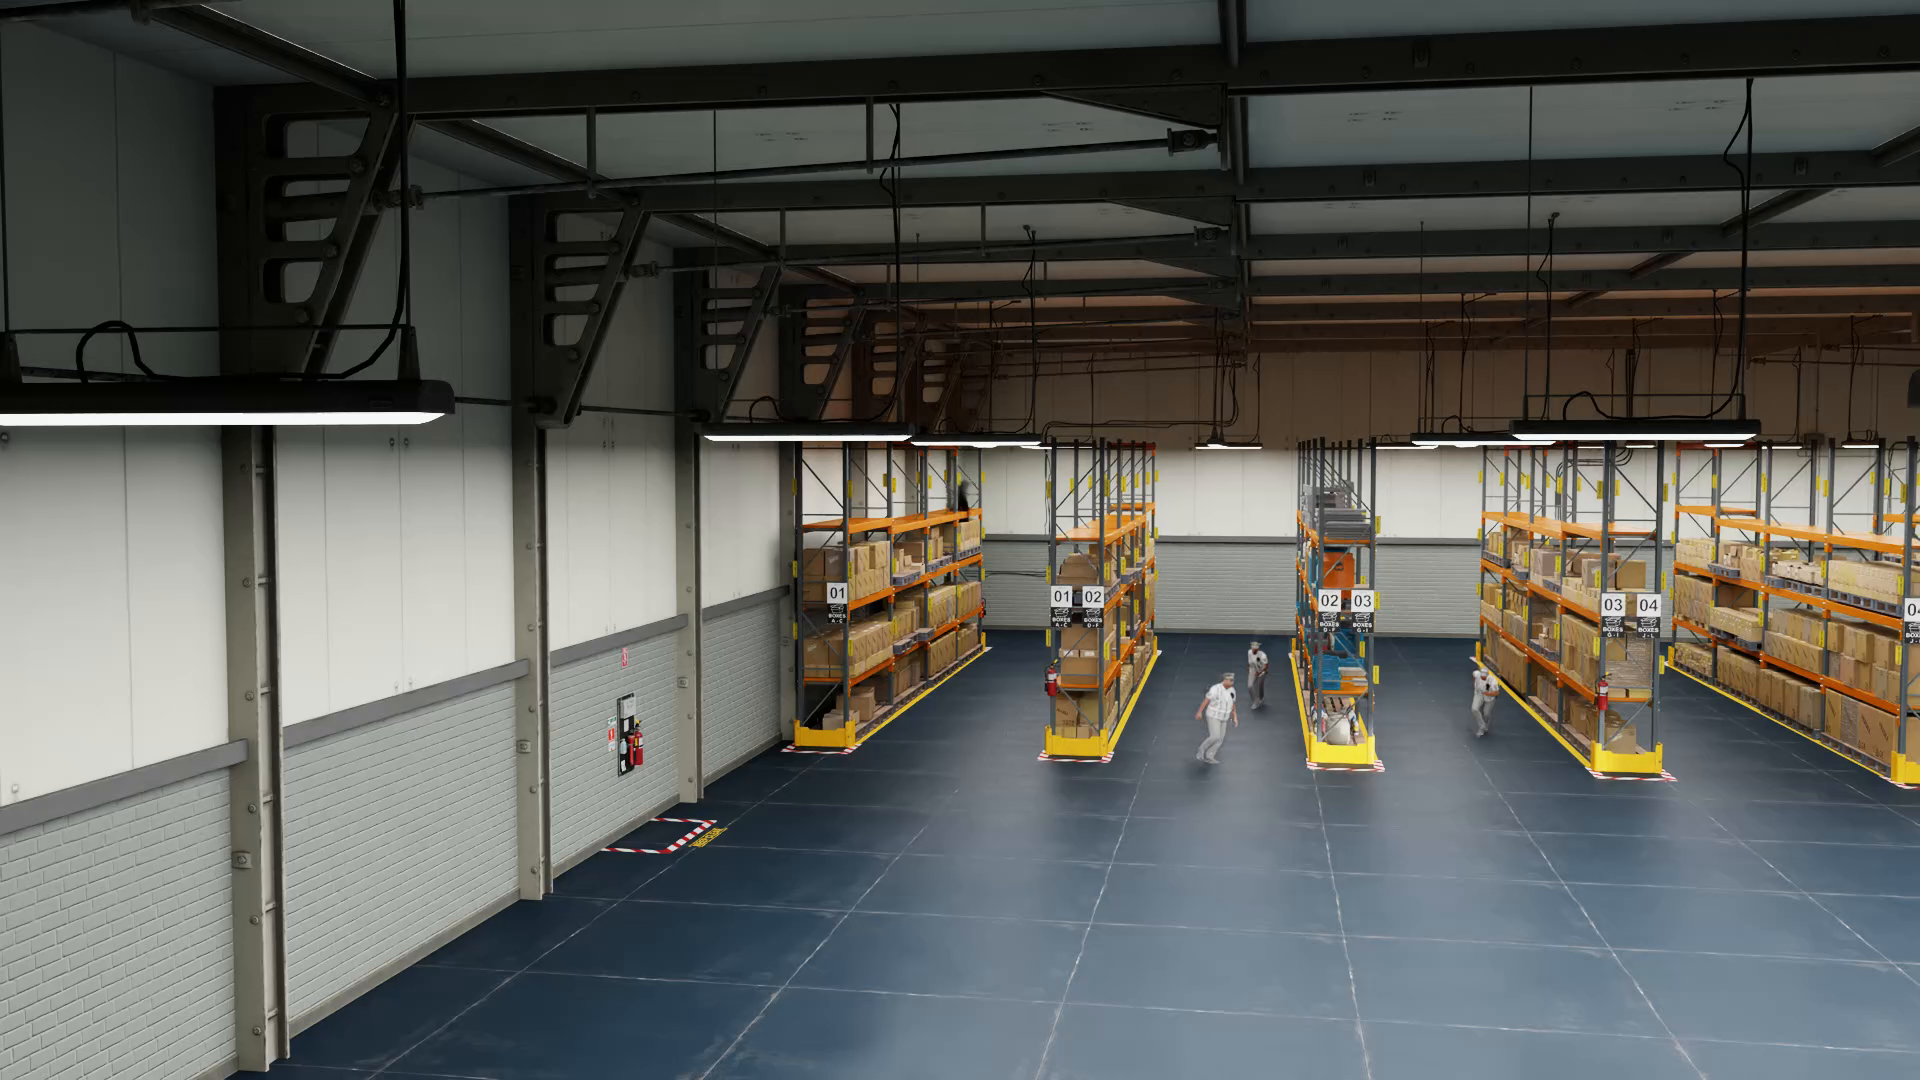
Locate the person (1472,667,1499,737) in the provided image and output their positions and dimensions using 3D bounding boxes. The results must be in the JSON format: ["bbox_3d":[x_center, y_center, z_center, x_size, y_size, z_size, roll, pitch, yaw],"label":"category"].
[{"bbox_3d":[10.649,3.240,33.677,0.593,1.440,1.136,2,3,28],"label":"person"}]

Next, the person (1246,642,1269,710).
[{"bbox_3d":[6.674,2.994,37.166,0.588,1.511,1.023,1,3,26],"label":"person"}]

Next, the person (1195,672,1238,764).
[{"bbox_3d":[4.718,3.269,30.516,0.692,1.689,0.608,-2,4,-34],"label":"person"}]
